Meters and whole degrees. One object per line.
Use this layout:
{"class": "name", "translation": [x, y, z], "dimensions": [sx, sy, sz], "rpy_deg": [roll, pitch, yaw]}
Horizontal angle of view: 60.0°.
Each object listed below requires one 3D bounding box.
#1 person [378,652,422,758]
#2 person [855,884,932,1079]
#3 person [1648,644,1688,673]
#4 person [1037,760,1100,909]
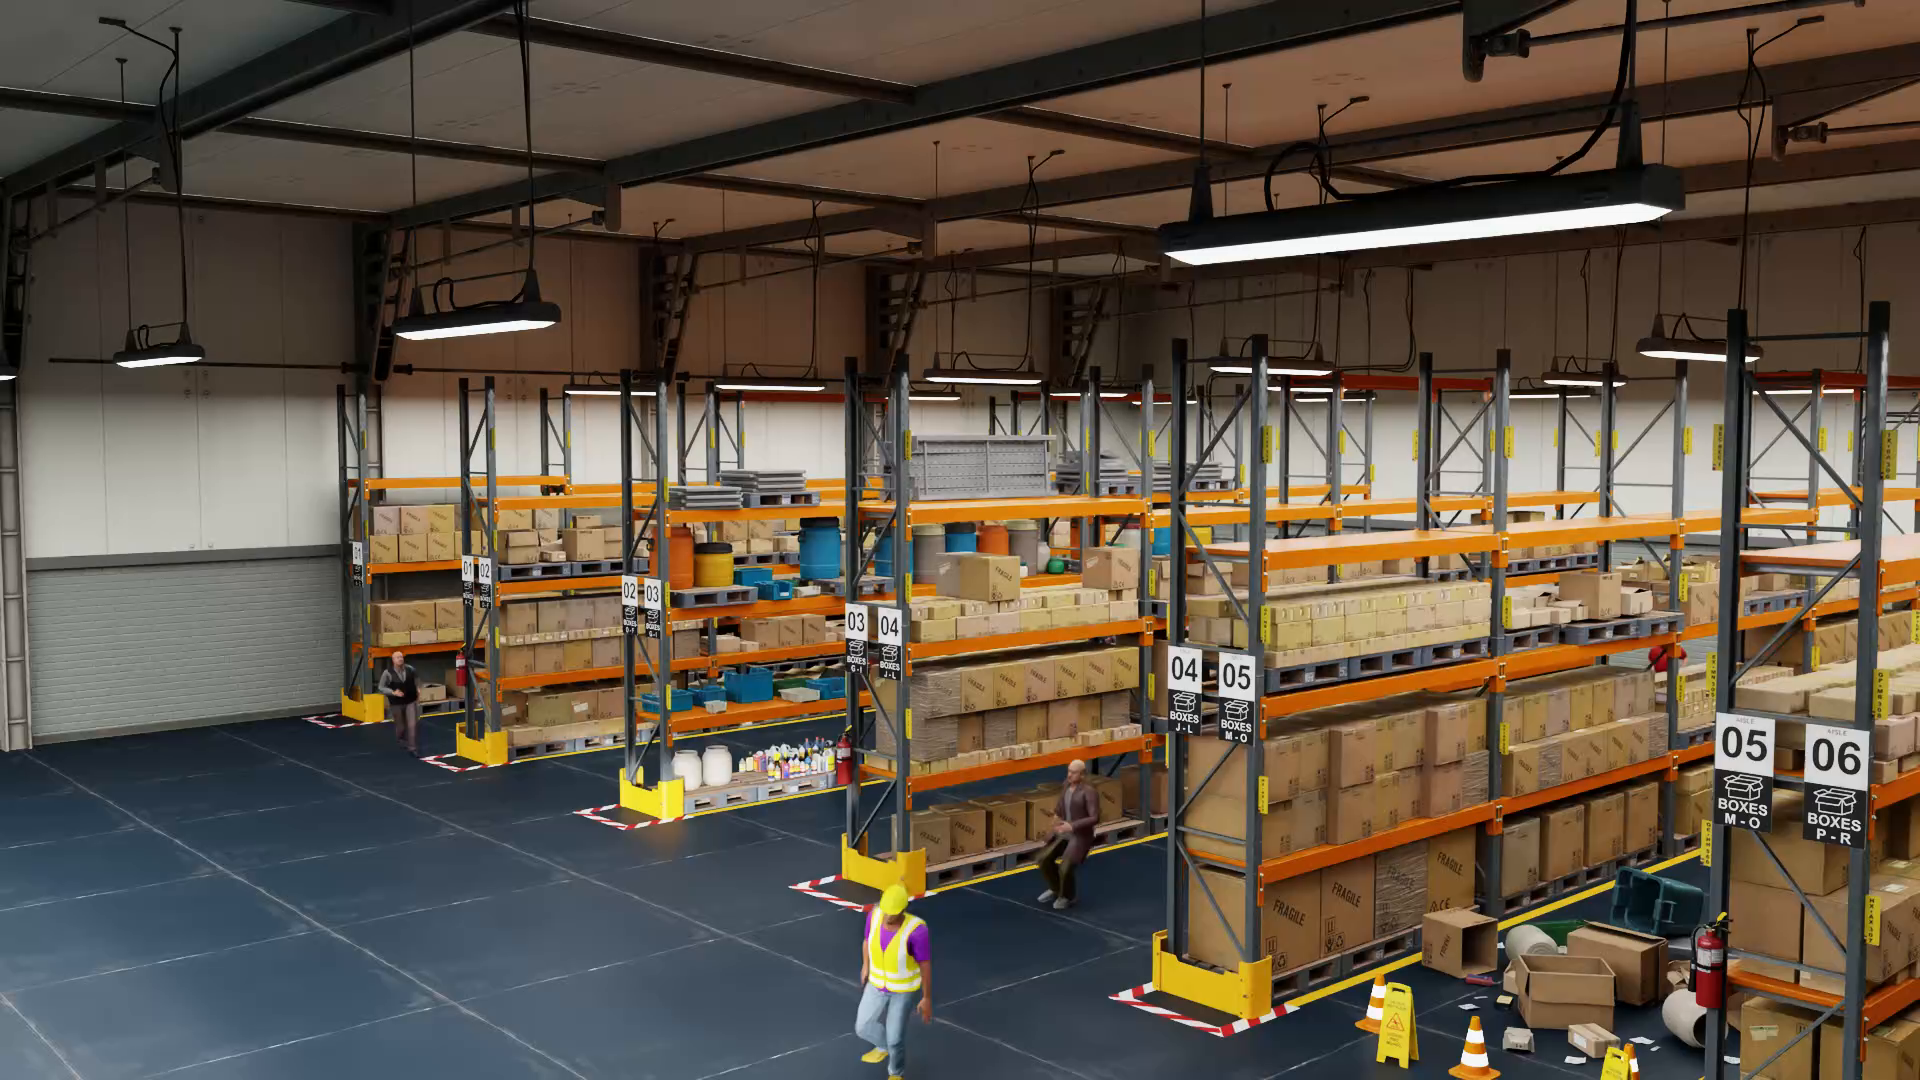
{"class": "person", "translation": [-8.896, 2.602, 26.433], "dimensions": [0.696, 1.683, 0.864], "rpy_deg": [-2, 4, -33]}
{"class": "person", "translation": [-0.535, 3.460, 12.994], "dimensions": [0.768, 1.675, 0.700], "rpy_deg": [2, 4, 29]}
{"class": "person", "translation": [12.259, 2.439, 28.860], "dimensions": [0.618, 1.730, 0.803], "rpy_deg": [3, 5, 37]}
{"class": "person", "translation": [1.147, 3.164, 17.808], "dimensions": [0.890, 1.670, 0.731], "rpy_deg": [3, 5, 42]}
